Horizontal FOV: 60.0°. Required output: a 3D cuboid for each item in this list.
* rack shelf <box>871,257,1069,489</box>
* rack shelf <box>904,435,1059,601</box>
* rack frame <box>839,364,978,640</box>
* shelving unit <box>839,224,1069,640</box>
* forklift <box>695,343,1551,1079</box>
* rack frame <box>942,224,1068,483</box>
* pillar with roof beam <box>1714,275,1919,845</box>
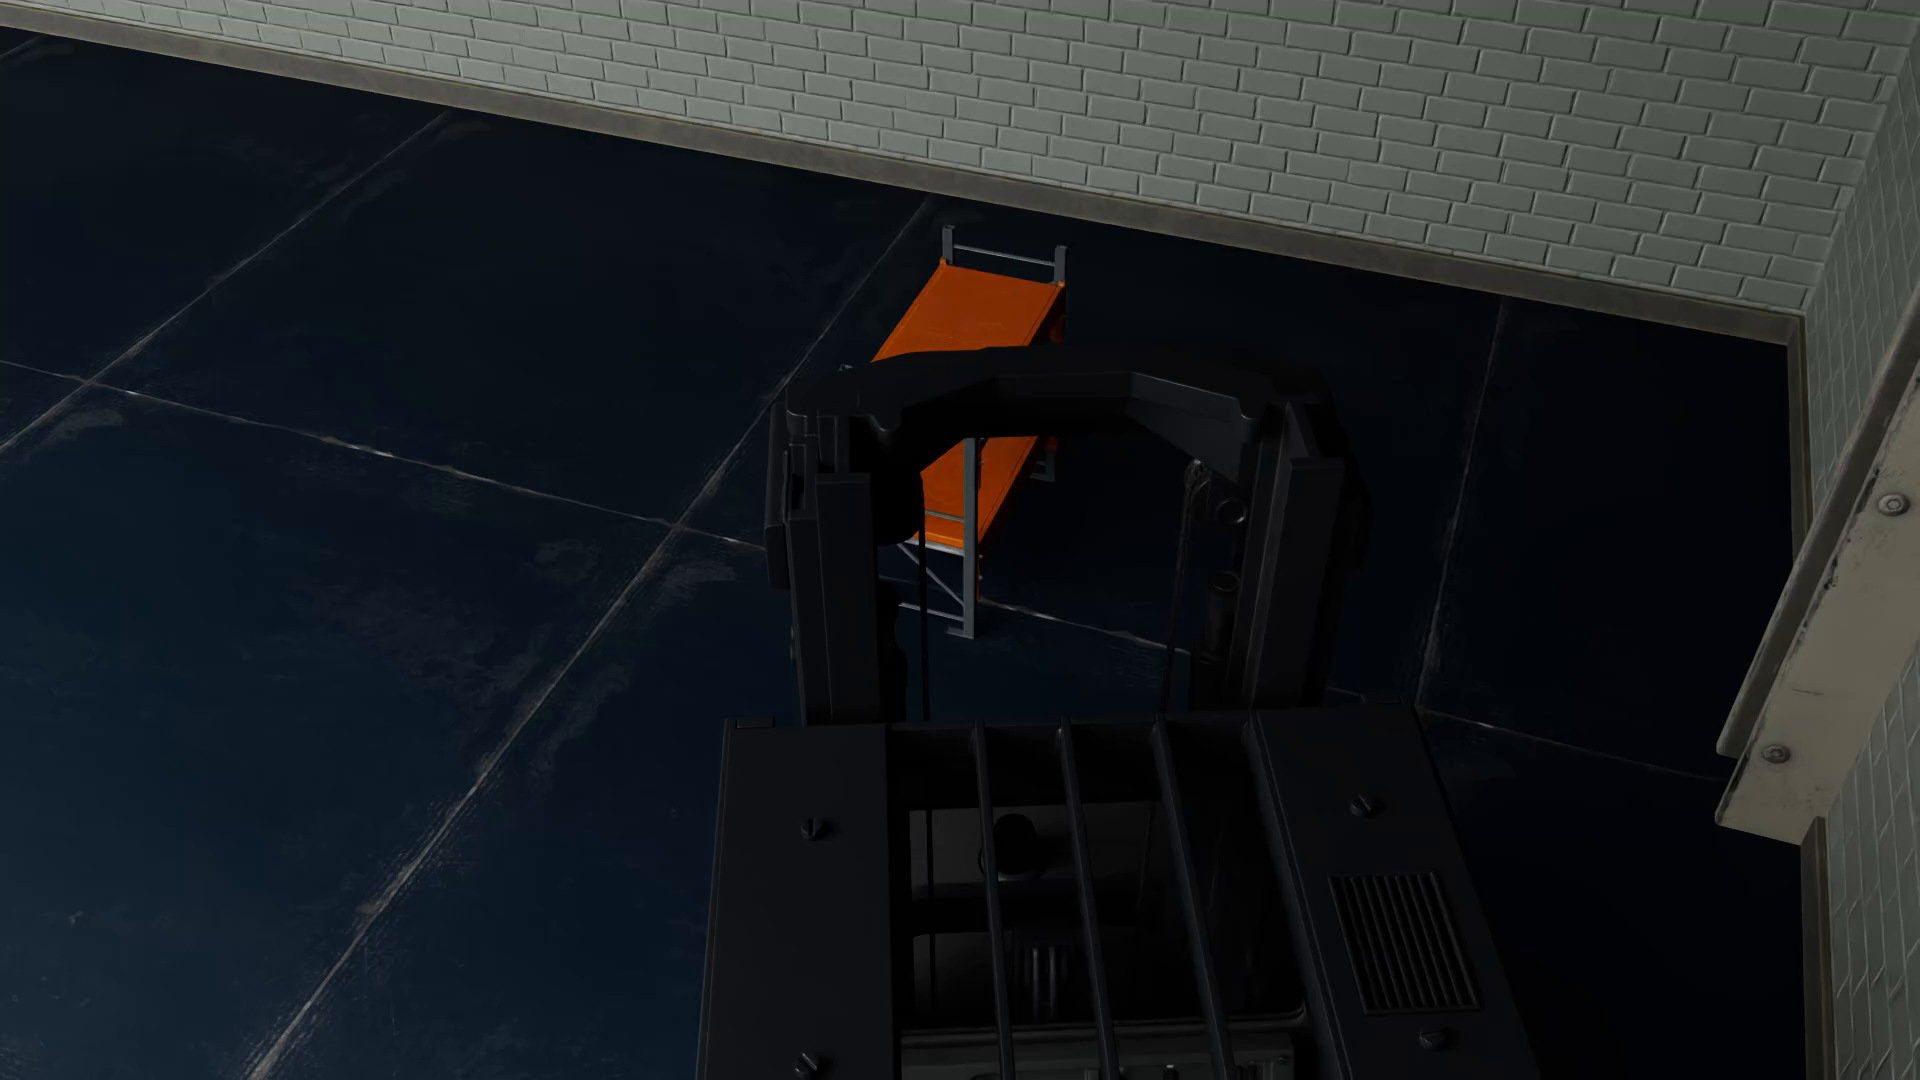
[{"bbox_3d":[-0.002,-0.646,6.190,0.538,0.278,1.000,13,42,15],"label":"rack shelf"},{"bbox_3d":[-0.002,-0.238,6.539,0.538,0.278,1.000,13,42,15],"label":"rack shelf"},{"bbox_3d":[-0.176,-0.114,6.017,0.500,1.125,0.032,13,42,15],"label":"rack frame"},{"bbox_3d":[-0.002,-0.424,6.380,0.538,1.125,1.048,13,42,15],"label":"shelving unit"},{"bbox_3d":[0.190,1.238,3.041,1.130,2.935,3.031,-2,41,-2],"label":"forklift"},{"bbox_3d":[0.172,-0.734,6.743,0.500,1.125,0.032,13,42,15],"label":"rack frame"},{"bbox_3d":[-1.280,-3.506,3.926,9.100,9.000,0.400,13,42,15],"label":"pillar with roof beam"}]
